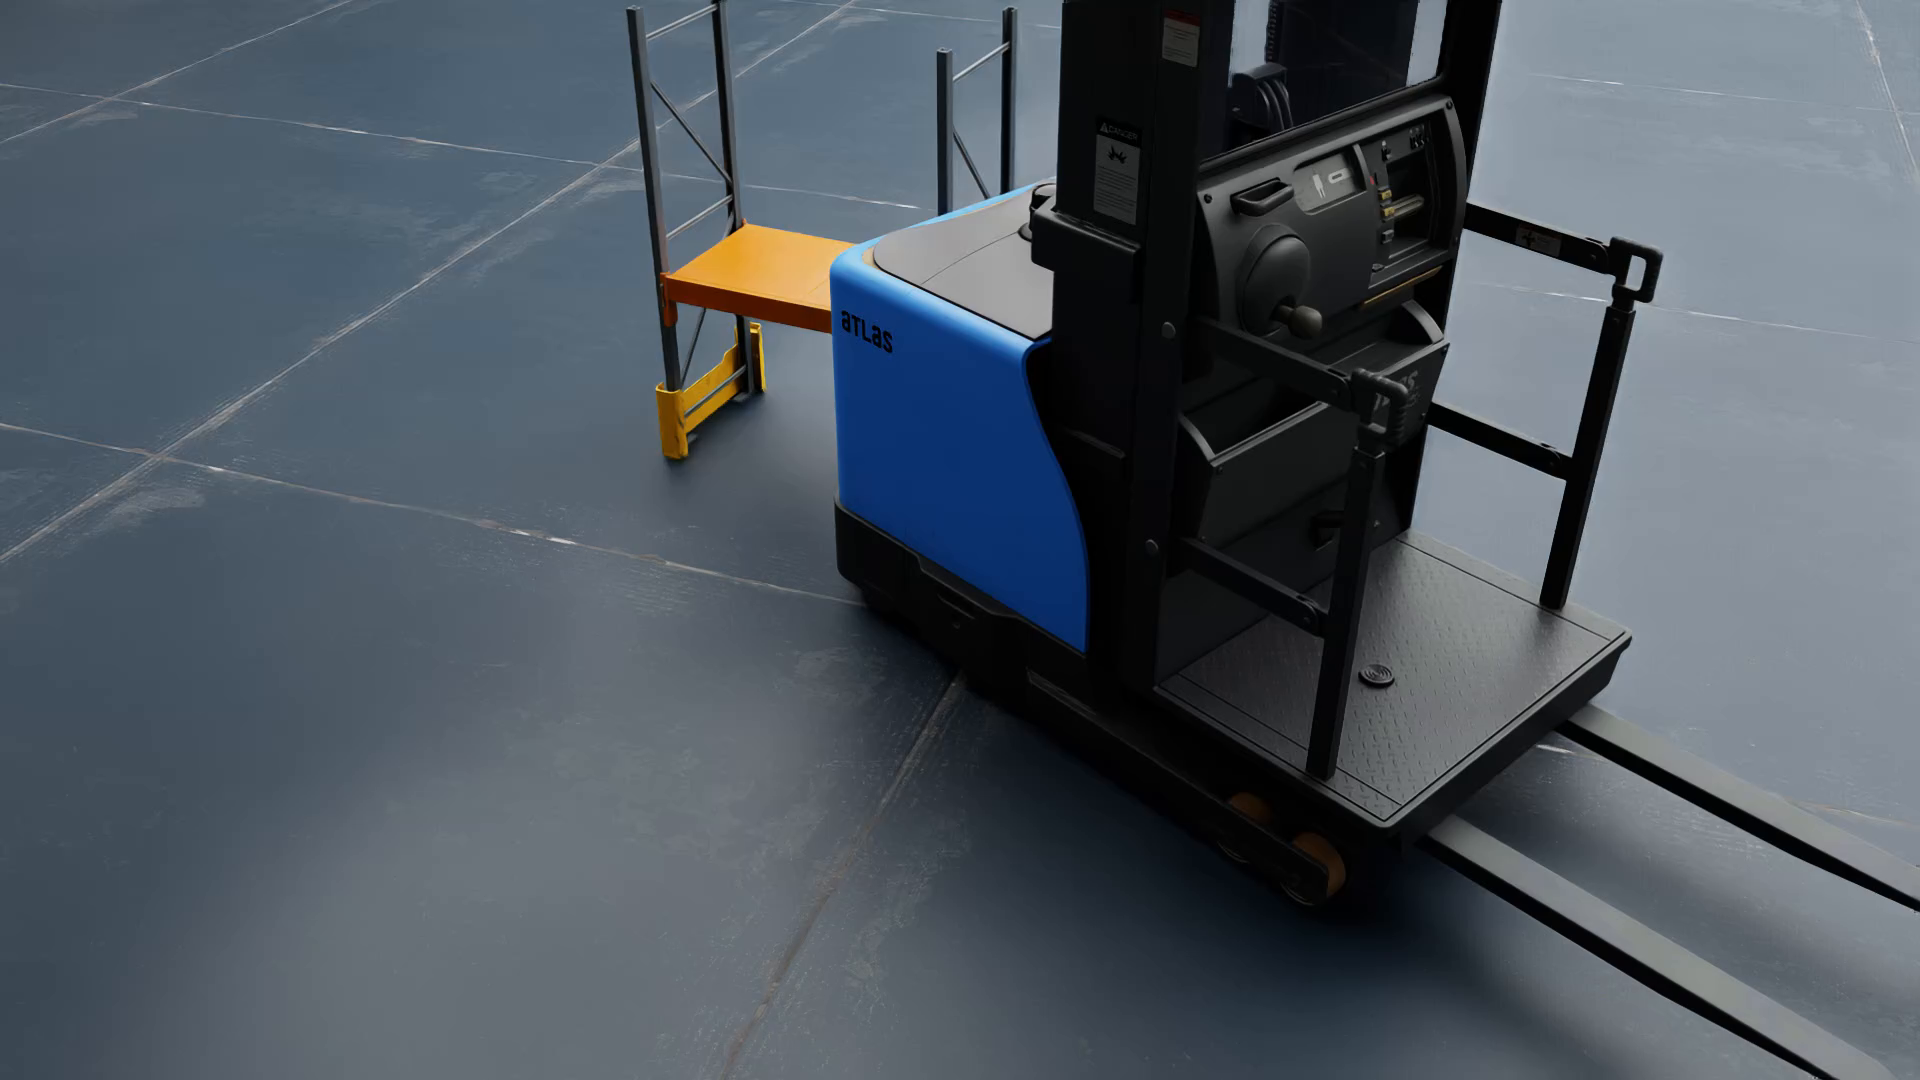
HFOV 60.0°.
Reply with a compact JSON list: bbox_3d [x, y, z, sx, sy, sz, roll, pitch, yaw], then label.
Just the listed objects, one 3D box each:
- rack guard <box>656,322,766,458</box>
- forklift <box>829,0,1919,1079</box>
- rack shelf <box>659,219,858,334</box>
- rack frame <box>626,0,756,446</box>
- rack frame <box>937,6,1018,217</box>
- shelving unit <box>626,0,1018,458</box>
[{"bbox_3d":[-0.868,-0.535,5.849,0.087,0.250,0.587,14,35,21],"label":"rack guard"},{"bbox_3d":[0.999,-0.688,3.614,1.130,2.935,3.031,-27,41,-35],"label":"forklift"},{"bbox_3d":[-0.408,-0.794,5.428,1.000,0.185,0.538,14,35,21],"label":"rack shelf"},{"bbox_3d":[-0.869,-1.061,5.510,0.032,1.500,0.500,14,35,21],"label":"rack frame"},{"bbox_3d":[0.053,-0.829,5.152,0.032,1.500,0.500,14,35,21],"label":"rack frame"},{"bbox_3d":[-0.416,-0.947,5.334,1.083,1.500,0.587,14,35,21],"label":"shelving unit"}]
